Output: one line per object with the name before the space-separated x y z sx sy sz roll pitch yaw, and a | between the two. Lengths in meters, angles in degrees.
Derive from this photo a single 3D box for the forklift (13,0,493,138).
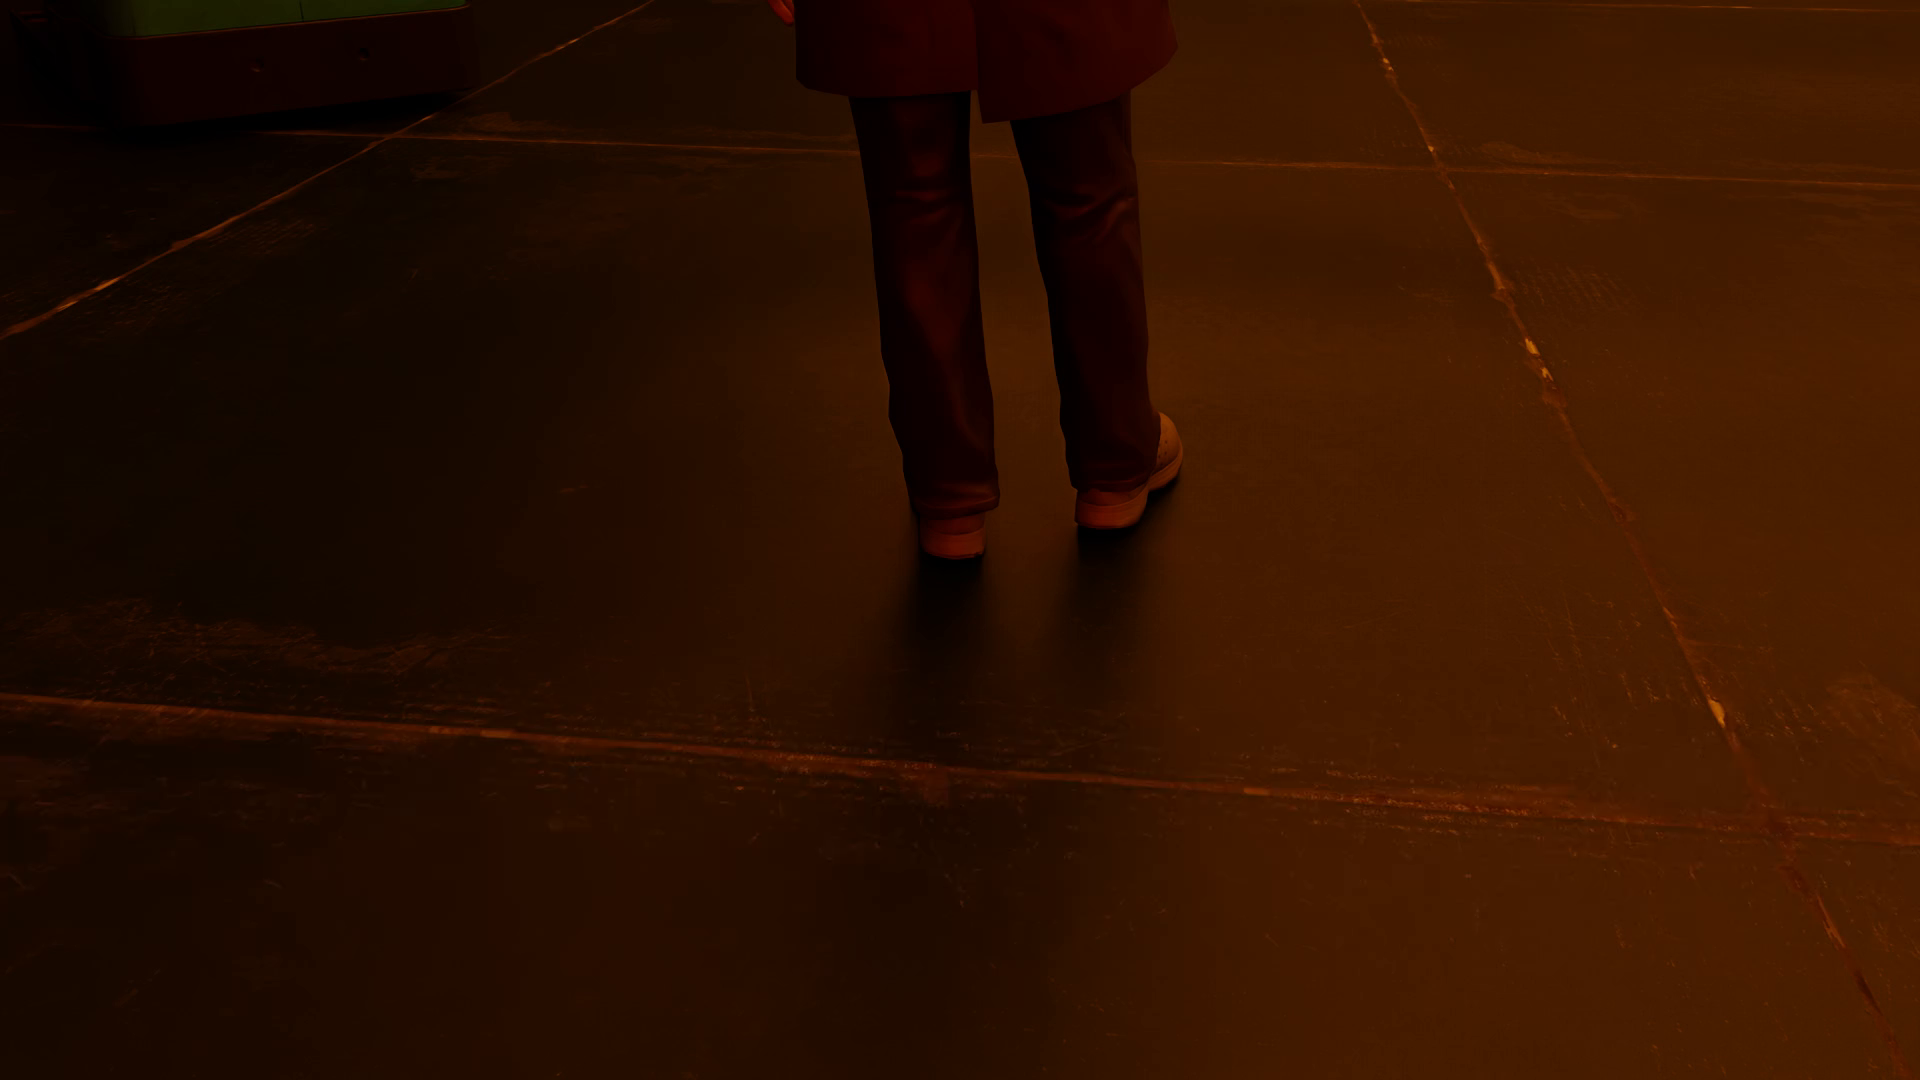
forklift | -2.687 -3.041 5.313 1.130 2.935 3.031 -17 31 -30

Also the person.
person | 0.016 -0.843 2.181 0.698 1.779 0.579 3 27 7
